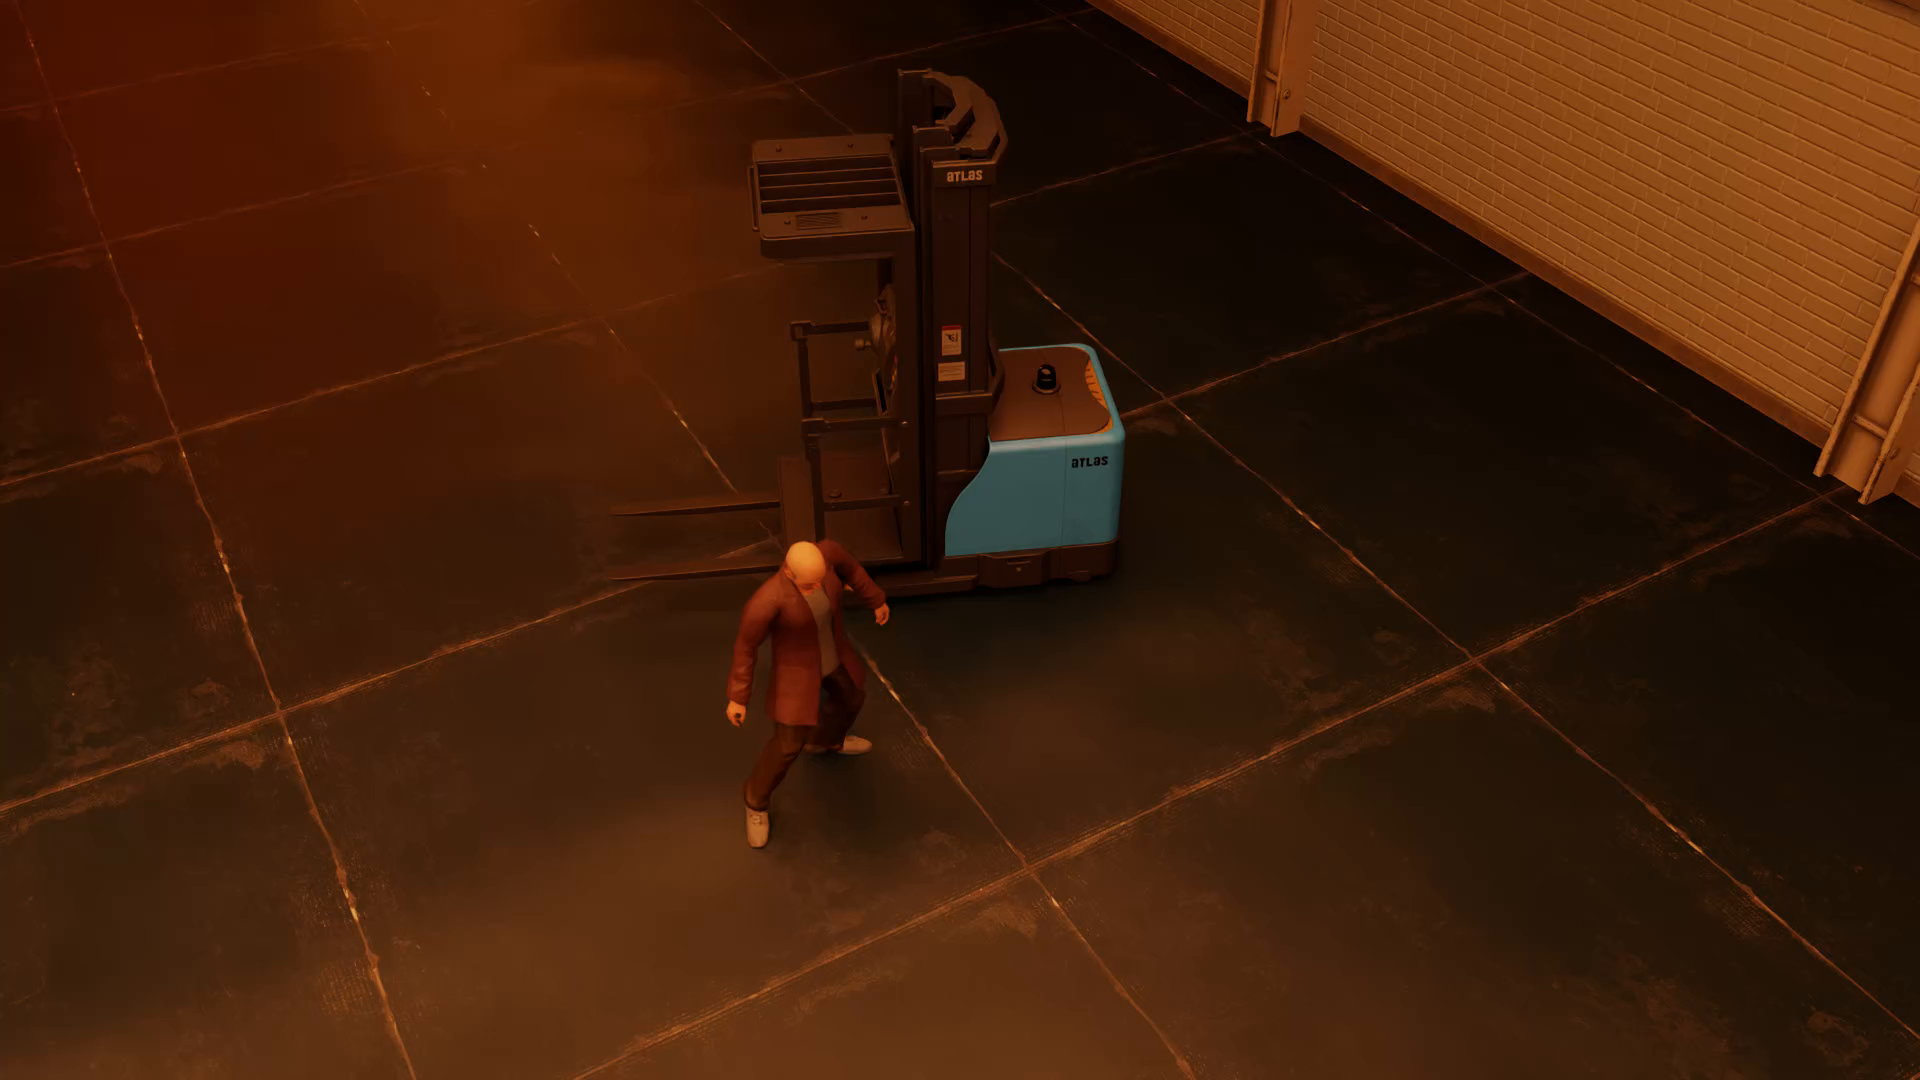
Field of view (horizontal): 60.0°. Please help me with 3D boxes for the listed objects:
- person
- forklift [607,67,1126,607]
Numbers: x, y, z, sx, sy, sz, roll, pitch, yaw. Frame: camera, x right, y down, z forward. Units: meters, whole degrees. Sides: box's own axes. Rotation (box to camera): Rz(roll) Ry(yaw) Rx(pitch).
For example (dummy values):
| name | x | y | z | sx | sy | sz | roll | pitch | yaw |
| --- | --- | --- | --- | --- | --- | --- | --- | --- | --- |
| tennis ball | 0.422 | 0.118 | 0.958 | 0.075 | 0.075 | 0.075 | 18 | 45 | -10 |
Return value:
| name | x | y | z | sx | sy | sz | roll | pitch | yaw |
| --- | --- | --- | --- | --- | --- | --- | --- | --- | --- |
| person | -0.774 | 0.622 | 8.262 | 0.441 | 1.717 | 1.059 | 29 | 48 | 30 |
| forklift | -0.604 | -1.075 | 9.332 | 3.031 | 2.935 | 1.130 | -5 | 40 | -6 |
